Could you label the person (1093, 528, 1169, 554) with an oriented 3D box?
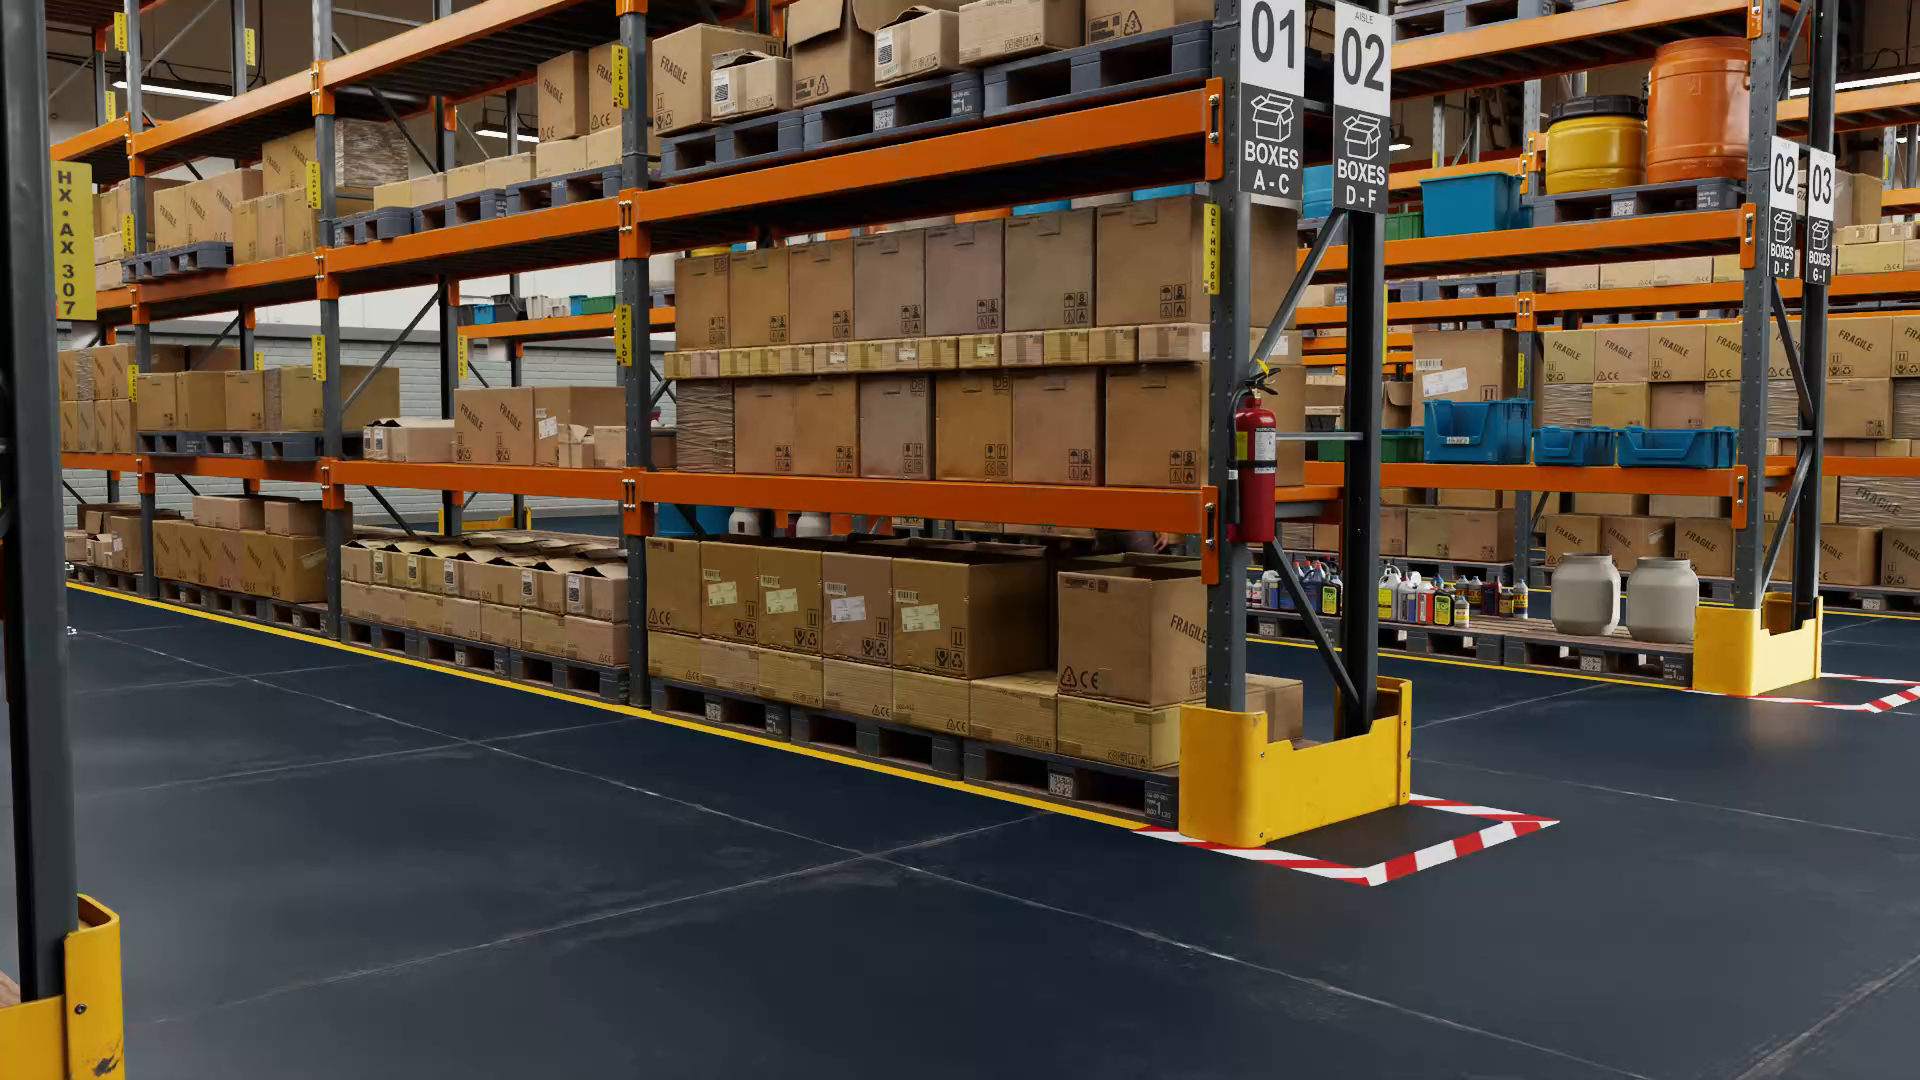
[{"bbox_3d":[1.105,-0.065,11.073,0.591,1.722,0.417,4,5,44],"label":"person"}]
